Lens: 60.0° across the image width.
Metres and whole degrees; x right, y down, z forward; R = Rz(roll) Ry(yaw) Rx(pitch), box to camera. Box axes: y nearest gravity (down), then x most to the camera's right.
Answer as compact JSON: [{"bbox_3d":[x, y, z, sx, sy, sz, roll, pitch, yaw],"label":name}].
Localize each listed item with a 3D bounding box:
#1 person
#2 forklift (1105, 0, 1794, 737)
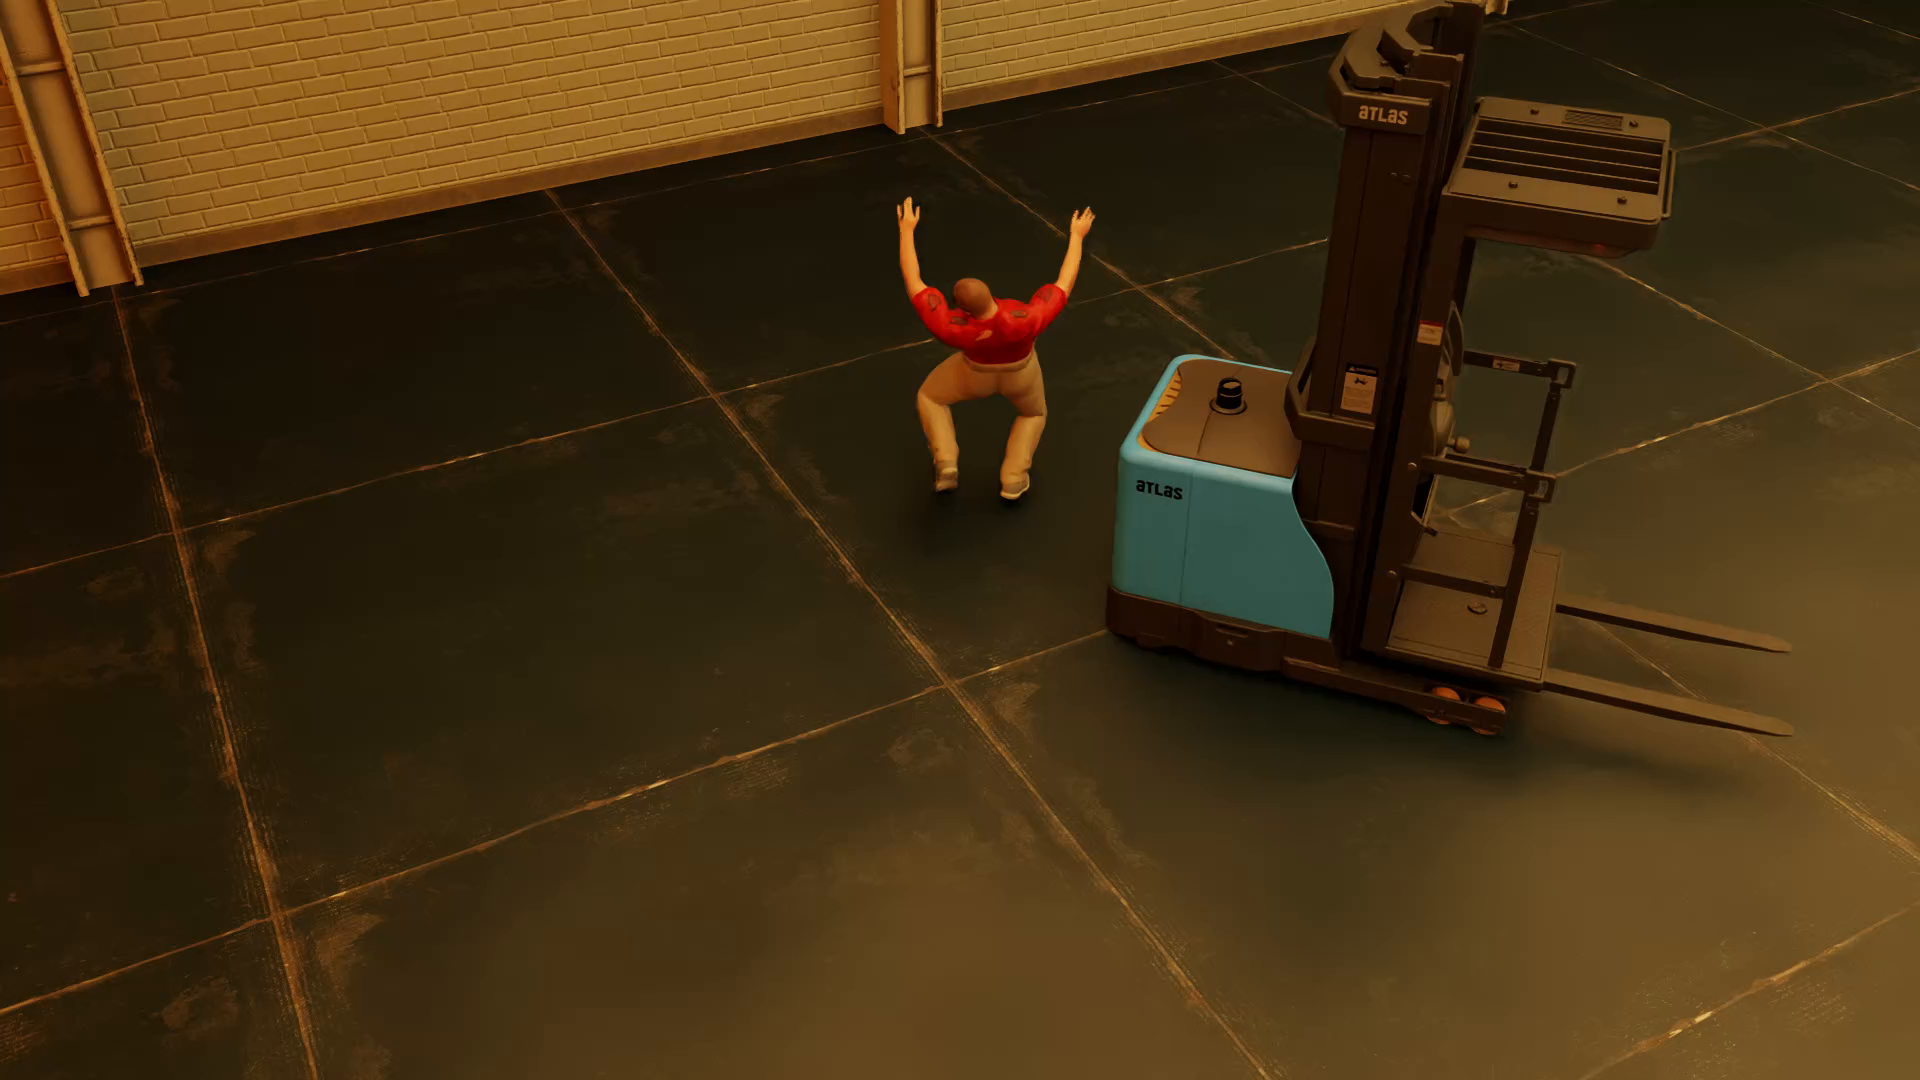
[{"bbox_3d":[0.189,-0.924,8.554,0.998,1.660,0.726,-1,35,-1],"label":"person"},{"bbox_3d":[2.268,-0.676,7.079,3.031,2.935,1.130,13,37,17],"label":"forklift"}]
